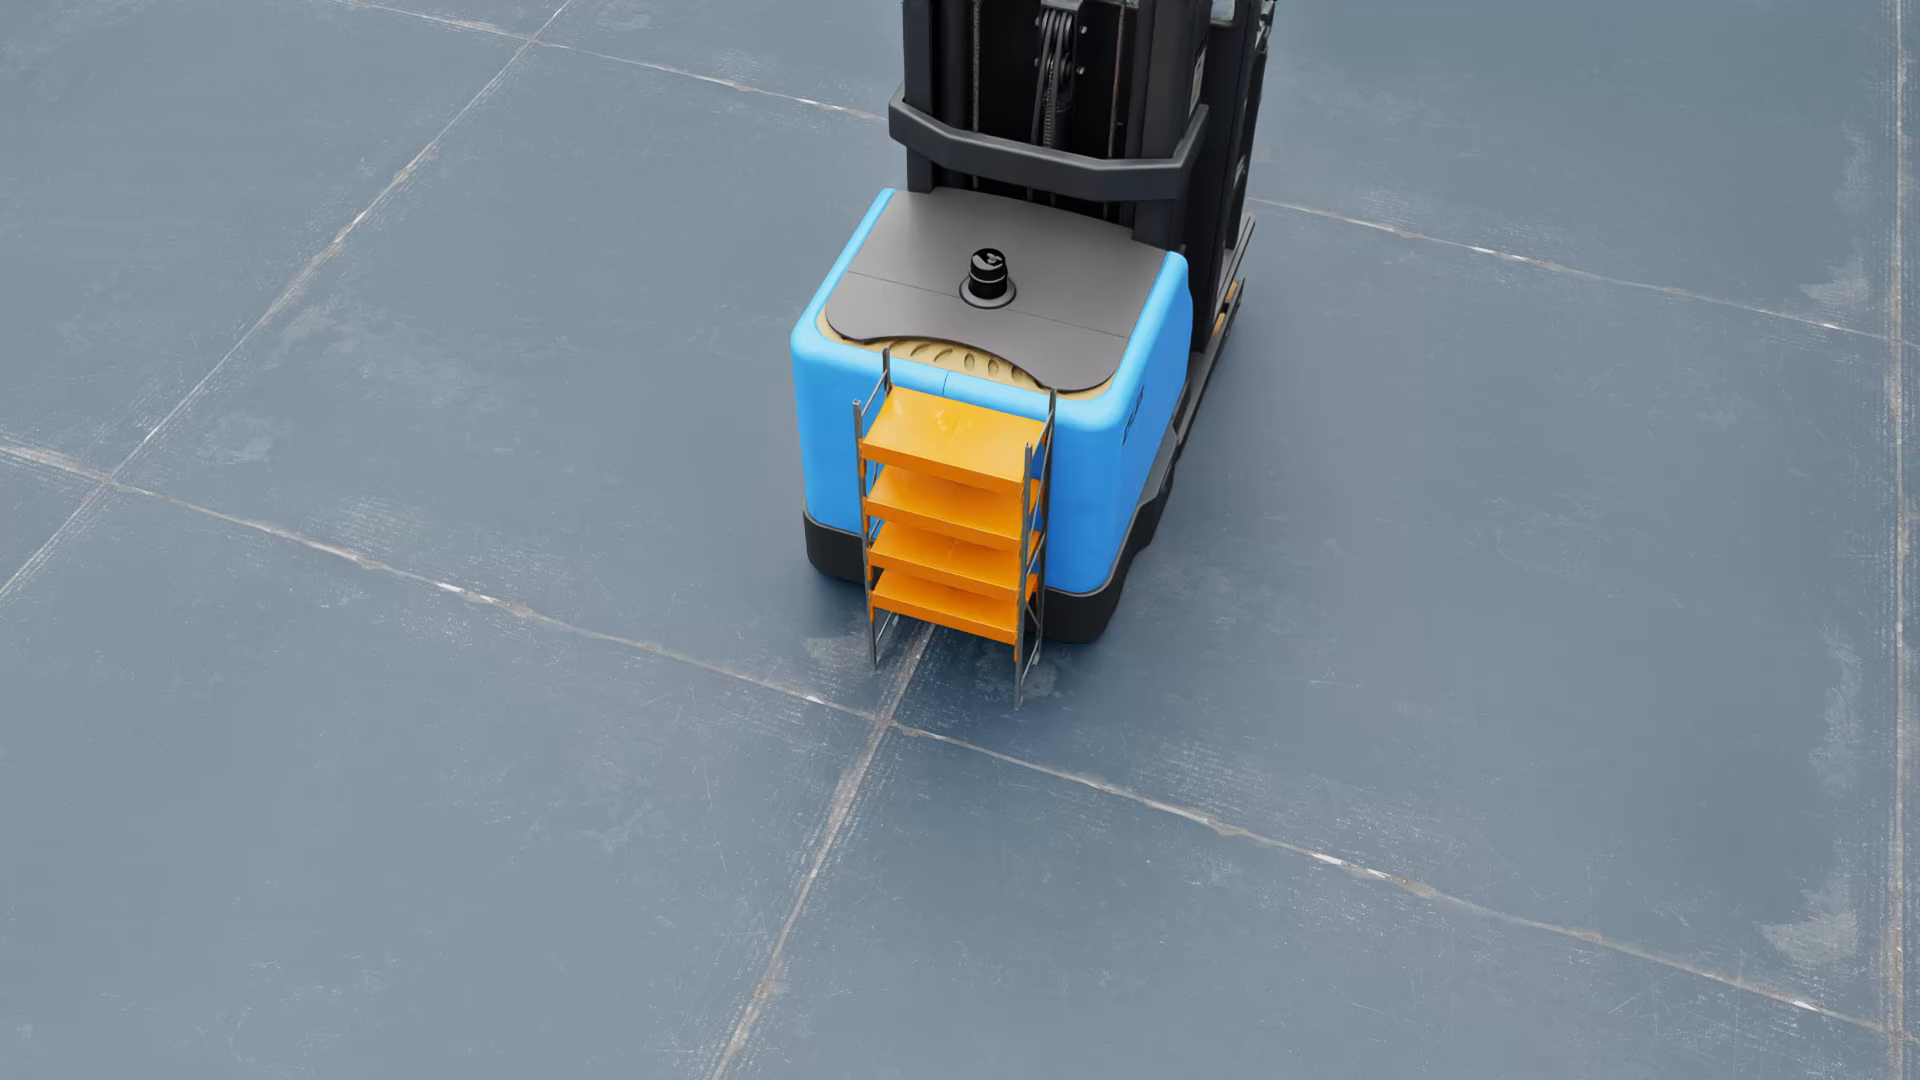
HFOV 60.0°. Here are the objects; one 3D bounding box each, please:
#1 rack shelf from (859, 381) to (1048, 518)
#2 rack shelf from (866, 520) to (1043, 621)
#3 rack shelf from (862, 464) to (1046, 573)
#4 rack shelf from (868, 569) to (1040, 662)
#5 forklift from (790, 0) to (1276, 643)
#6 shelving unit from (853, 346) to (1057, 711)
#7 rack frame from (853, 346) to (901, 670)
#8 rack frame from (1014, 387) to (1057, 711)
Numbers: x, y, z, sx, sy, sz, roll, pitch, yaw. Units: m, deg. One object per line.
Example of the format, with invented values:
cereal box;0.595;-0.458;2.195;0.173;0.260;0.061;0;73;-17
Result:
rack shelf;-0.012;-0.255;4.657;0.480;0.148;0.258;15;51;13
rack shelf;-0.012;0.046;5.005;0.480;0.148;0.258;15;51;13
rack shelf;-0.012;-0.100;4.836;0.480;0.148;0.258;15;51;13
rack shelf;-0.012;0.176;5.155;0.480;0.148;0.258;15;51;13
forklift;0.462;-1.768;5.343;1.130;2.935;3.031;15;51;13
shelving unit;-0.012;0.002;4.954;0.503;1.200;0.258;15;51;13
rack frame;-0.243;-0.059;5.007;0.015;1.200;0.240;15;51;13
rack frame;0.218;0.063;4.901;0.015;1.200;0.240;15;51;13
